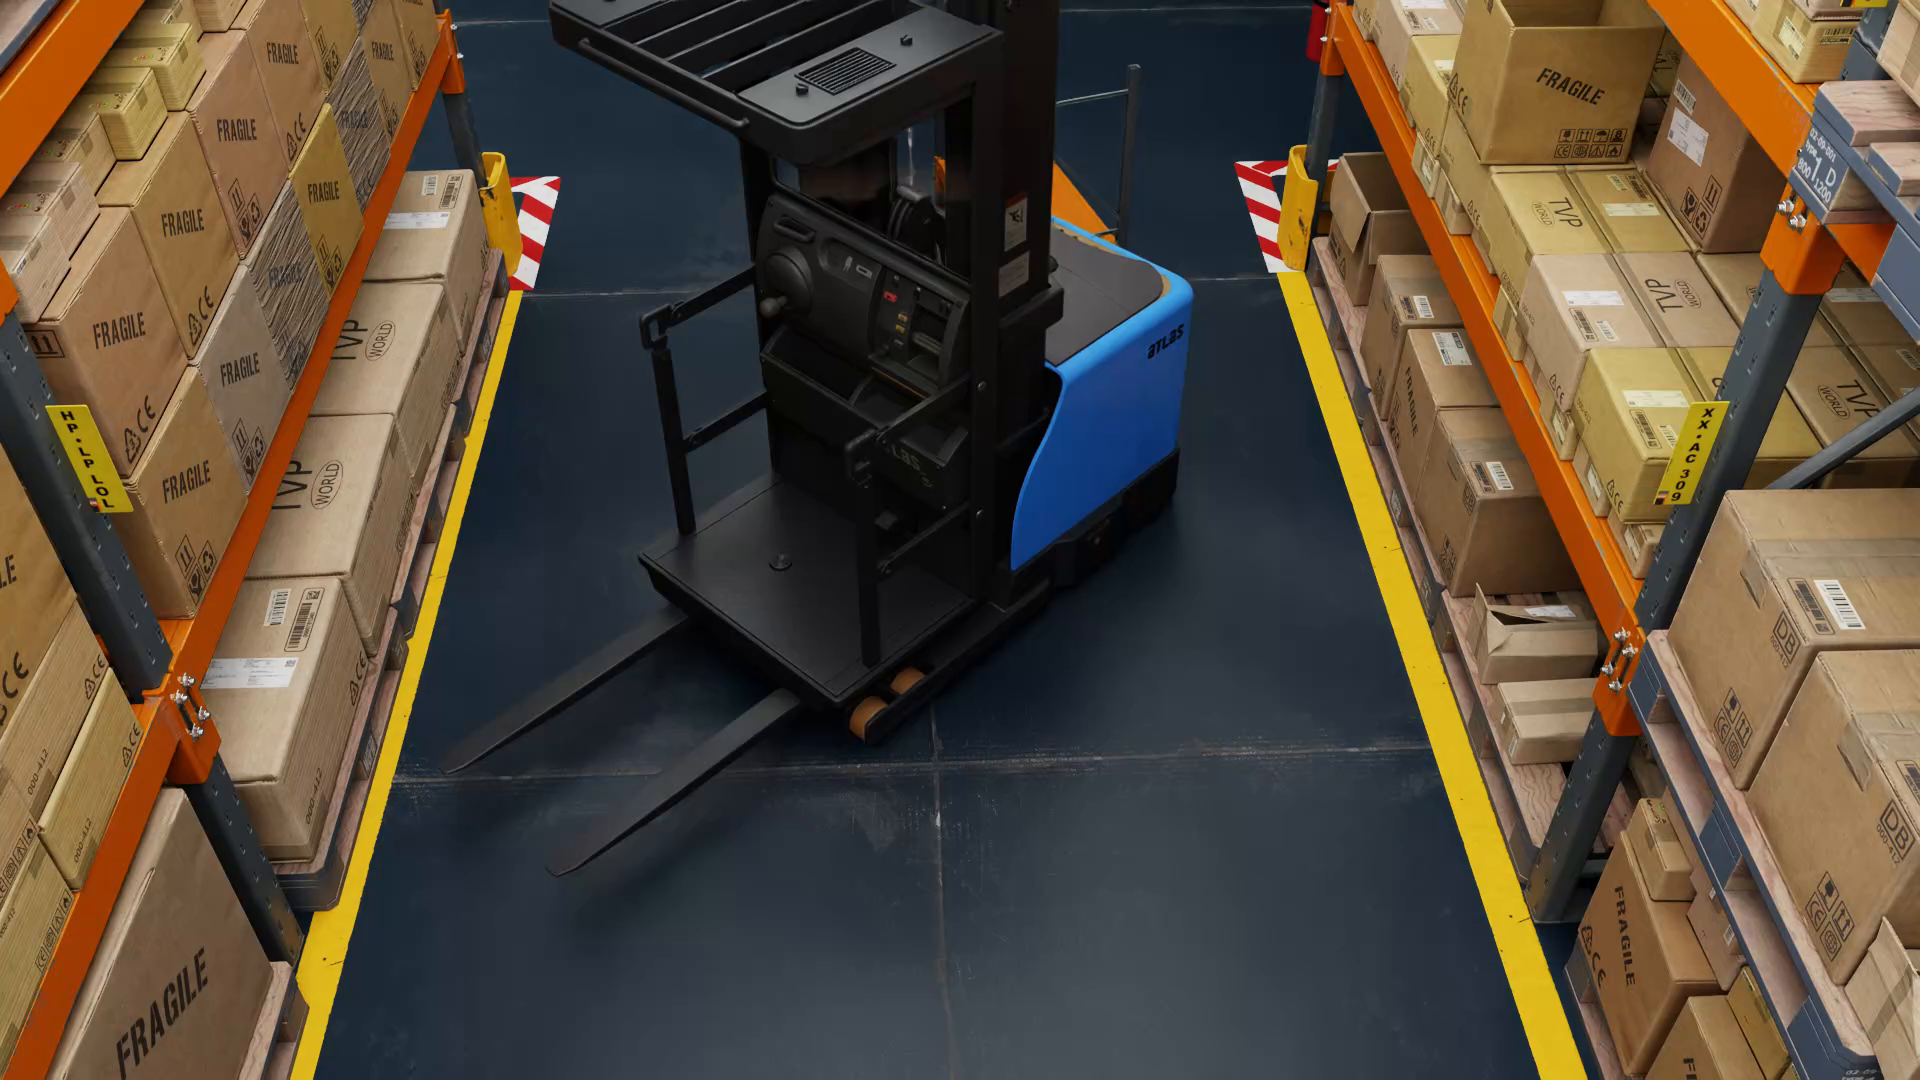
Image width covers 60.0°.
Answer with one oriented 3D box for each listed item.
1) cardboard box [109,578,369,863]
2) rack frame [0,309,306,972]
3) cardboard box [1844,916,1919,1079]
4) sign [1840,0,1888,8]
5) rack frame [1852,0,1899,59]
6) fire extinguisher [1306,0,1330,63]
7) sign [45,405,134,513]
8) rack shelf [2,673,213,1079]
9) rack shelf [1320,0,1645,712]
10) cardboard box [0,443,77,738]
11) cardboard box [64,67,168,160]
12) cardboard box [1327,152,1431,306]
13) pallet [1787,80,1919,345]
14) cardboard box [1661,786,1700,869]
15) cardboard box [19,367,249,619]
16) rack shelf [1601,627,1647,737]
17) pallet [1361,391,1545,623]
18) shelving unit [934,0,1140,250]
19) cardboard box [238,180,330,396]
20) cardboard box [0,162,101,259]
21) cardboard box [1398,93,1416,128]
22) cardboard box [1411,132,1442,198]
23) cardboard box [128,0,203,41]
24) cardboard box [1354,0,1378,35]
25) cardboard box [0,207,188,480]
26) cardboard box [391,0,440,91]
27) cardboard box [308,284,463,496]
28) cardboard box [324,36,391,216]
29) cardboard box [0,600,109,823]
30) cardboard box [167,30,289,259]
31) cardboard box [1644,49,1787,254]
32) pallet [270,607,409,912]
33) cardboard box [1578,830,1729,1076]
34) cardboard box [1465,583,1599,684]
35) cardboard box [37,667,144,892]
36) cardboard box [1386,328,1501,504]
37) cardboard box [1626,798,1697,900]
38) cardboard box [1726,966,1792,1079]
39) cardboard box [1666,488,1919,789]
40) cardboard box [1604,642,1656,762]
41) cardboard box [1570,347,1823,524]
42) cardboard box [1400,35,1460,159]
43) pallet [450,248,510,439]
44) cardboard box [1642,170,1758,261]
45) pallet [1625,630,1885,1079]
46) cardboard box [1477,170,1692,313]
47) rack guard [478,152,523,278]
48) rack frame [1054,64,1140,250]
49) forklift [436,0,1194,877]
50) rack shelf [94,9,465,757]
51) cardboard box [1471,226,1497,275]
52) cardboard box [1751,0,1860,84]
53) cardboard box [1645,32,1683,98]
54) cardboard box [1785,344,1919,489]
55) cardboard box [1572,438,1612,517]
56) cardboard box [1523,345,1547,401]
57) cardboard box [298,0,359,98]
[{"bbox_3d":[-2.523,0.594,5.467,0.875,0.438,0.875,-2,43,-2],"label":"cardboard box"},{"bbox_3d":[-2.603,0.231,4.278,1.000,3.000,0.127,-2,43,-2],"label":"rack frame"},{"bbox_3d":[2.031,0.930,3.304,0.396,0.266,0.258,0,43,0],"label":"cardboard box"},{"bbox_3d":[1.814,-1.189,3.225,0.100,0.325,0.005,-2,43,-2],"label":"sign"},{"bbox_3d":[2.356,-2.125,2.409,1.000,3.000,0.127,-2,43,-2],"label":"rack frame"},{"bbox_3d":[1.718,-2.534,7.628,0.296,0.674,0.183,-2,43,-2],"label":"fire extinguisher"},{"bbox_3d":[-2.062,-0.189,3.938,0.100,0.325,0.005,-2,43,-2],"label":"sign"},{"bbox_3d":[-2.518,1.847,3.048,1.077,0.370,4.000,-2,43,-2],"label":"rack shelf"},{"bbox_3d":[2.271,-0.999,6.152,1.077,0.370,4.000,-2,43,-2],"label":"rack shelf"},{"bbox_3d":[-2.334,0.120,3.585,0.500,0.500,0.500,0,43,0],"label":"cardboard box"},{"bbox_3d":[-2.387,-1.147,4.488,0.380,0.149,0.250,-2,43,-2],"label":"cardboard box"},{"bbox_3d":[2.117,-1.433,7.630,0.797,0.503,0.637,-3,43,-3],"label":"cardboard box"},{"bbox_3d":[2.313,-0.508,3.003,1.213,0.211,1.003,-2,43,-2],"label":"pallet"},{"bbox_3d":[2.166,0.752,4.548,0.380,0.149,0.250,-2,43,-3],"label":"cardboard box"},{"bbox_3d":[-2.362,-0.130,4.598,0.500,0.500,0.500,0,43,0],"label":"cardboard box"},{"bbox_3d":[2.441,1.702,3.206,1.077,0.370,4.000,-2,43,-2],"label":"rack shelf"},{"bbox_3d":[2.273,-0.175,6.785,1.003,0.211,1.213,-2,43,-2],"label":"pallet"},{"bbox_3d":[0.296,-1.594,7.380,0.587,1.500,1.083,-14,44,-15],"label":"shelving unit"},{"bbox_3d":[-2.394,-0.806,5.335,0.500,0.500,0.500,-1,43,-2],"label":"cardboard box"},{"bbox_3d":[-2.384,-0.806,4.116,0.380,0.149,0.250,-1,43,-1],"label":"cardboard box"},{"bbox_3d":[1.978,-1.773,6.650,0.380,0.149,0.250,0,43,0],"label":"cardboard box"},{"bbox_3d":[1.931,-1.421,6.266,0.380,0.149,0.250,-3,43,-3],"label":"cardboard box"},{"bbox_3d":[-2.462,-1.495,4.867,0.380,0.149,0.250,-2,43,-2],"label":"cardboard box"},{"bbox_3d":[1.936,-2.354,6.990,0.500,0.250,0.500,-1,43,-2],"label":"cardboard box"},{"bbox_3d":[-2.382,-0.503,4.265,0.500,0.500,0.500,-1,43,-2],"label":"cardboard box"},{"bbox_3d":[-2.488,-2.188,6.843,0.500,0.500,0.500,-1,43,-2],"label":"cardboard box"},{"bbox_3d":[-2.598,-0.619,6.791,0.875,0.438,0.875,-1,43,-1],"label":"cardboard box"},{"bbox_3d":[-2.450,-1.502,6.094,0.500,0.500,0.500,-1,43,-1],"label":"cardboard box"},{"bbox_3d":[-2.342,0.393,3.843,0.500,0.250,0.500,-2,43,-2],"label":"cardboard box"},{"bbox_3d":[-2.407,-1.190,5.014,0.500,0.500,0.500,-1,43,-1],"label":"cardboard box"},{"bbox_3d":[2.558,-1.258,5.238,0.500,0.500,0.500,-3,43,-3],"label":"cardboard box"},{"bbox_3d":[-2.557,0.744,5.783,1.003,0.211,1.213,-2,43,-2],"label":"pallet"},{"bbox_3d":[2.151,1.186,4.775,0.500,0.500,0.500,0,43,0],"label":"cardboard box"},{"bbox_3d":[2.023,0.331,5.882,0.396,0.266,0.258,0,43,0],"label":"cardboard box"},{"bbox_3d":[-2.332,0.582,4.006,0.500,0.250,0.500,-3,43,-3],"label":"cardboard box"},{"bbox_3d":[2.037,-0.494,6.608,0.500,0.500,0.500,-1,43,-1],"label":"cardboard box"},{"bbox_3d":[2.105,0.864,4.647,0.380,0.149,0.250,0,43,0],"label":"cardboard box"},{"bbox_3d":[2.216,1.221,4.257,0.380,0.149,0.250,-4,43,-4],"label":"cardboard box"},{"bbox_3d":[2.153,0.228,3.897,0.700,0.500,0.500,-1,43,-1],"label":"cardboard box"},{"bbox_3d":[2.564,0.470,5.697,0.500,0.311,0.500,0,43,0],"label":"cardboard box"},{"bbox_3d":[2.090,-0.305,4.754,0.500,0.250,0.500,-1,43,-1],"label":"cardboard box"},{"bbox_3d":[1.982,-1.672,6.245,0.500,0.250,0.500,-2,43,-3],"label":"cardboard box"},{"bbox_3d":[-2.661,-0.904,7.580,1.003,0.211,1.213,-2,43,-2],"label":"pallet"},{"bbox_3d":[2.556,-0.997,5.509,0.500,0.250,0.500,-1,43,-1],"label":"cardboard box"},{"bbox_3d":[2.281,0.700,3.909,1.003,0.211,1.213,-2,43,-2],"label":"pallet"},{"bbox_3d":[2.046,-0.980,5.490,0.500,0.250,0.500,-2,43,-2],"label":"cardboard box"},{"bbox_3d":[-2.774,-1.564,8.086,1.175,0.500,0.348,-2,43,-2],"label":"rack guard"},{"bbox_3d":[0.473,-1.266,7.021,0.500,1.500,0.032,-14,44,-15],"label":"rack frame"},{"bbox_3d":[-0.484,-0.749,5.398,1.130,2.935,3.031,32,52,30],"label":"forklift"},{"bbox_3d":[-2.688,-0.854,5.994,1.077,0.370,4.000,-2,43,-2],"label":"rack shelf"},{"bbox_3d":[2.042,-1.071,5.885,0.380,0.149,0.250,-2,43,-2],"label":"cardboard box"},{"bbox_3d":[2.045,-1.161,3.763,0.380,0.149,0.250,-2,43,-2],"label":"cardboard box"},{"bbox_3d":[2.507,-1.683,6.257,0.500,0.250,0.500,0,43,0],"label":"cardboard box"},{"bbox_3d":[2.604,-0.310,4.759,0.500,0.250,0.500,-2,43,-2],"label":"cardboard box"},{"bbox_3d":[2.057,-0.204,4.939,0.380,0.149,0.250,-1,43,-1],"label":"cardboard box"},{"bbox_3d":[2.038,-0.557,5.324,0.380,0.149,0.250,-1,43,-1],"label":"cardboard box"},{"bbox_3d":[-2.446,-1.870,5.756,0.500,0.500,0.500,-2,43,-2],"label":"cardboard box"}]
